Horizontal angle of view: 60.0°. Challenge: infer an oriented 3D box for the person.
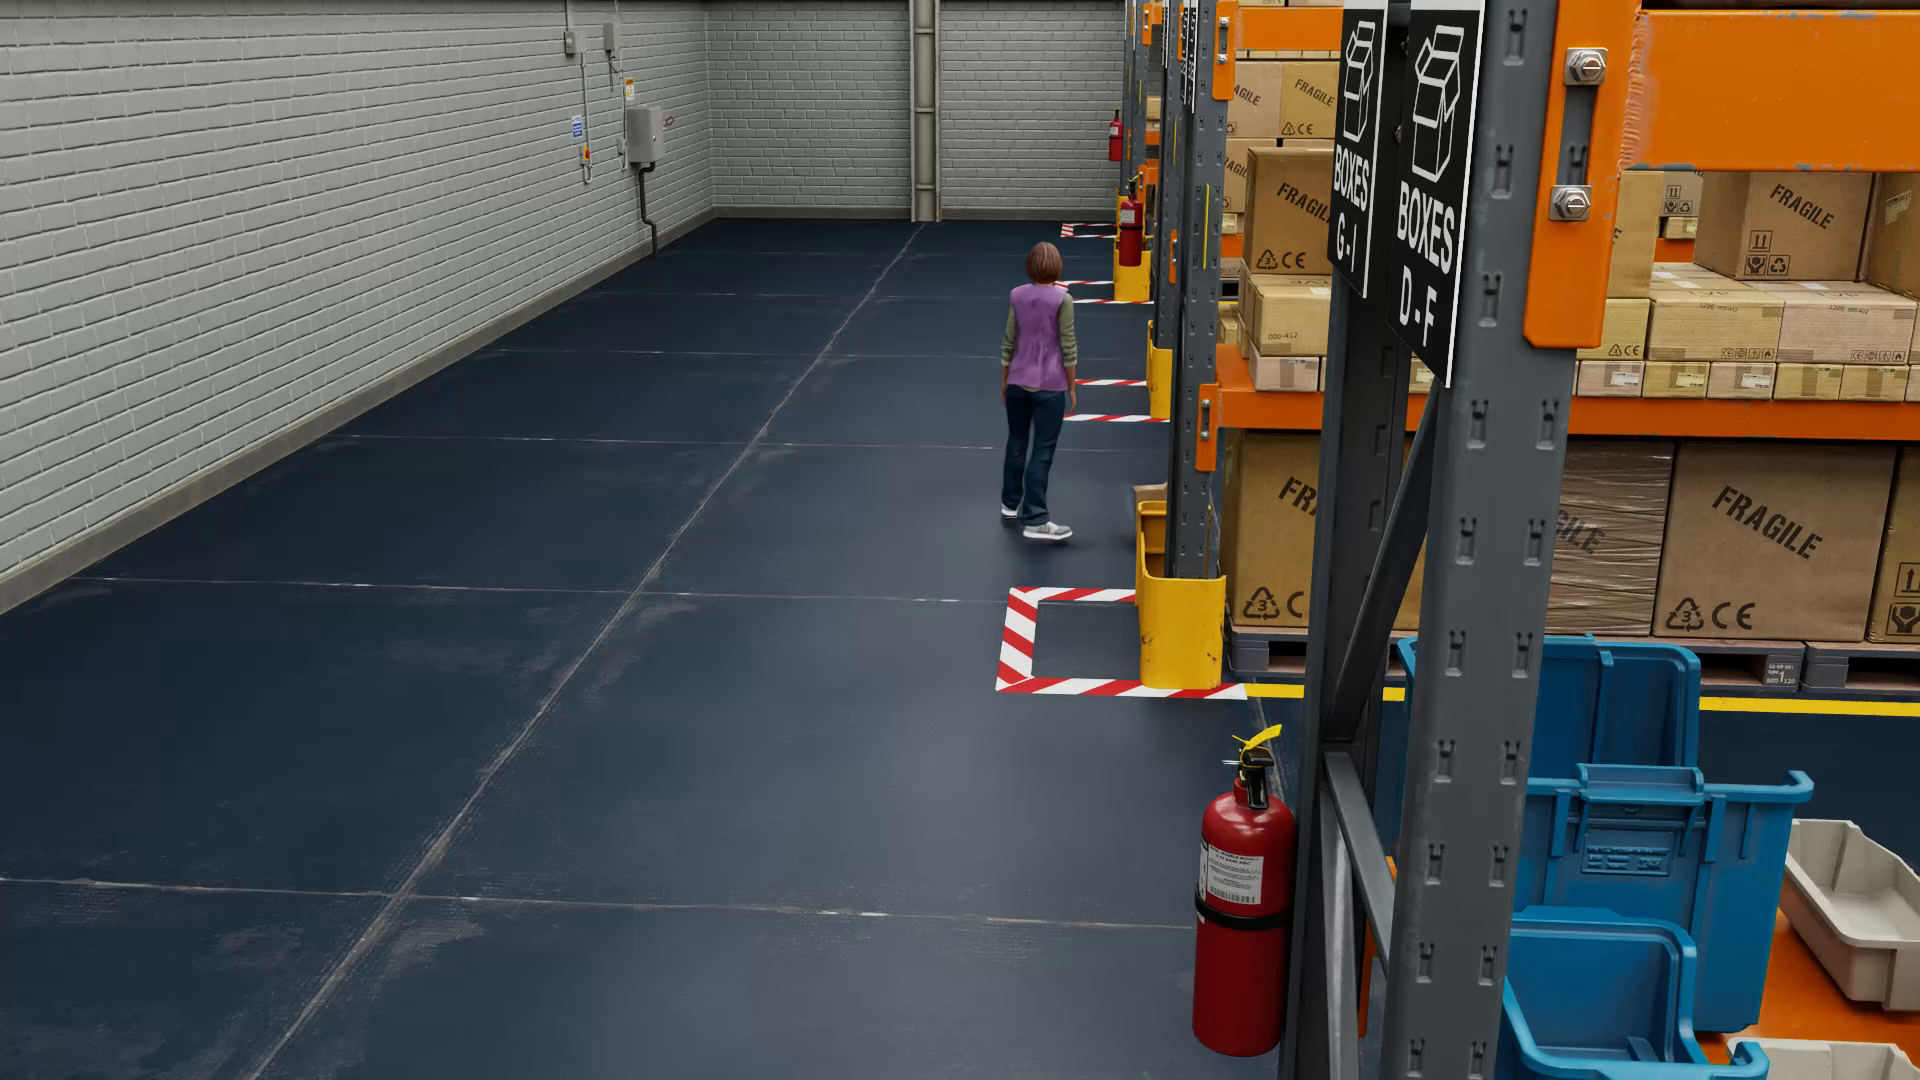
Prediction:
[{"bbox_3d":[0.403,-0.839,9.120,0.613,1.588,0.538,11,21,31],"label":"person"}]
